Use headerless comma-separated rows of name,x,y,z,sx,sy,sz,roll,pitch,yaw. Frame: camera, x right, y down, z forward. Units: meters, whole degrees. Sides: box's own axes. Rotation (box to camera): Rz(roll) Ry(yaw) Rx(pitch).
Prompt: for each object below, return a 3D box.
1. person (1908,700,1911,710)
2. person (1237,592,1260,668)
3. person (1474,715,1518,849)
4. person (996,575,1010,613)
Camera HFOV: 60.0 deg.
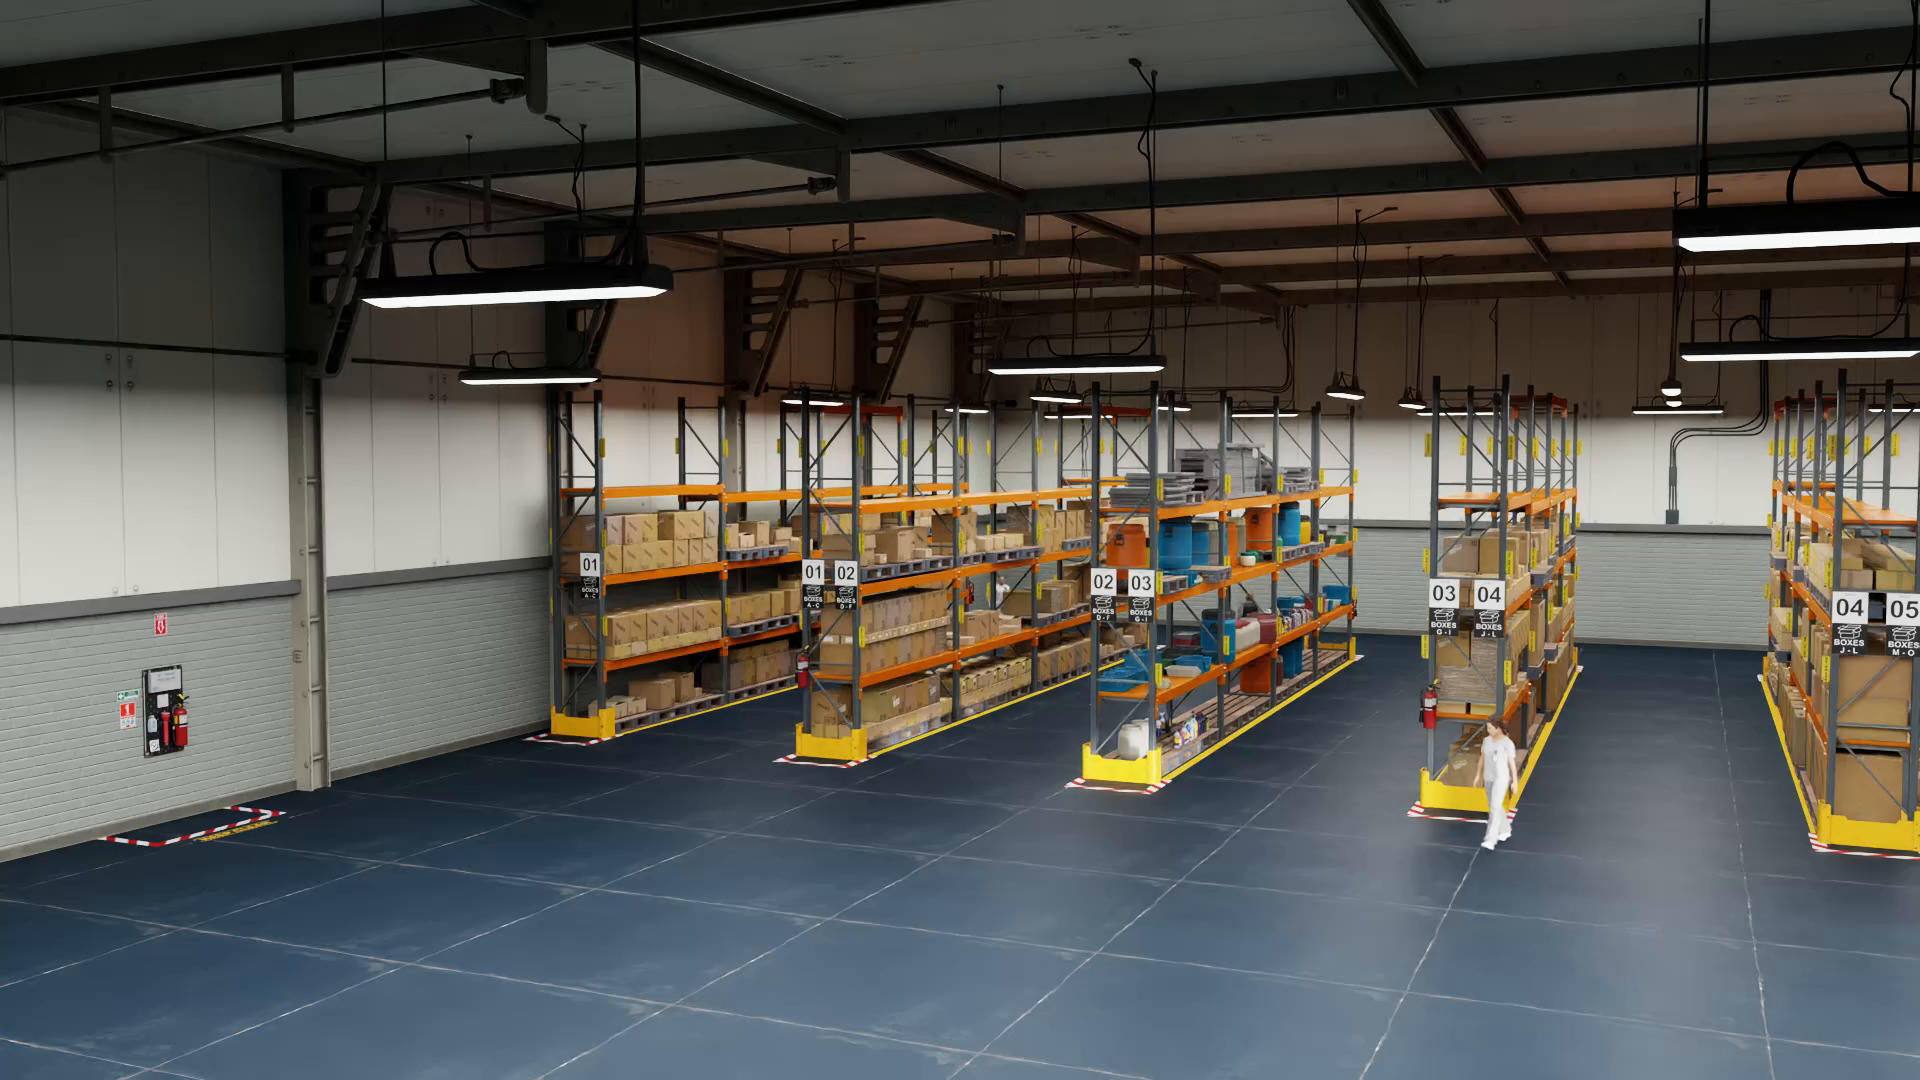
person,17.785,2.444,31.275,0.512,1.674,0.516,1,3,22
person,6.582,2.059,37.920,0.567,1.748,0.390,0,3,-4
person,6.723,3.025,20.933,0.896,1.641,0.497,-2,4,-34
person,1.116,1.718,44.234,0.497,1.606,1.071,-1,3,-19
